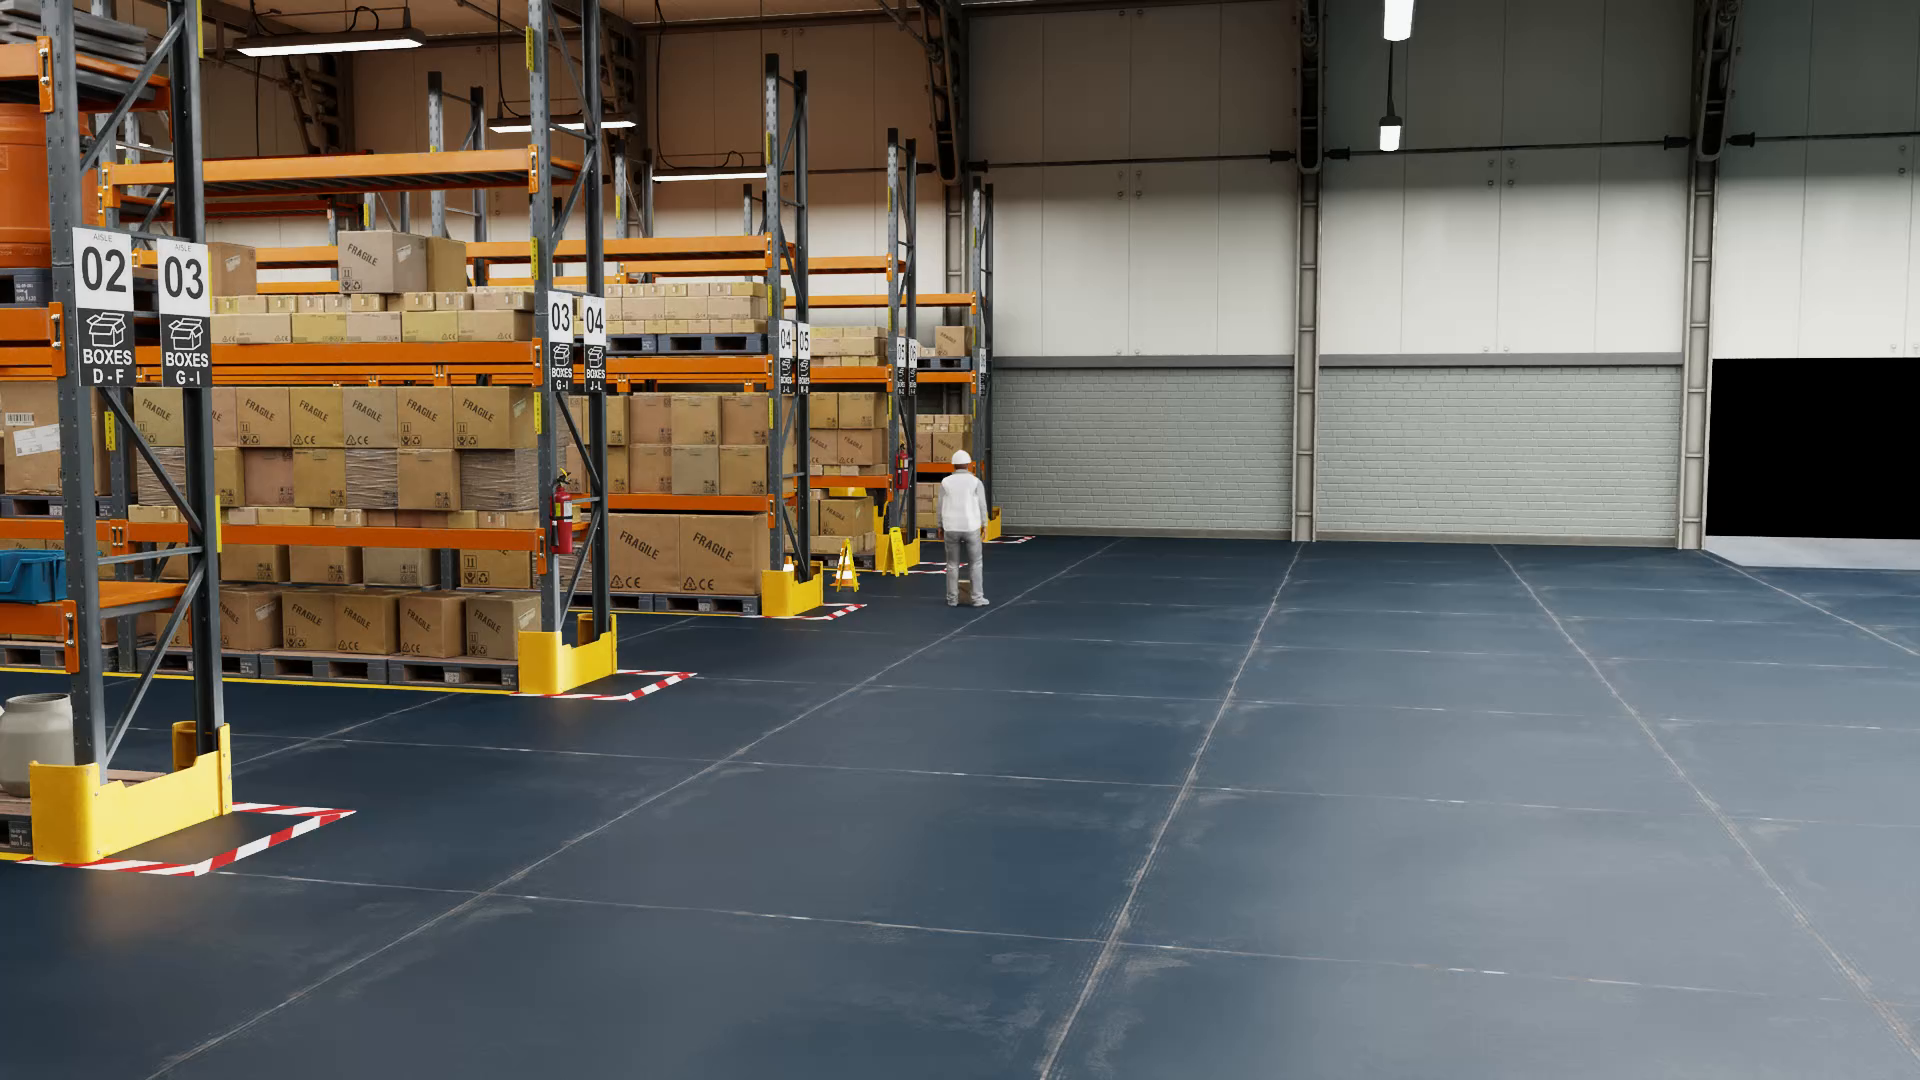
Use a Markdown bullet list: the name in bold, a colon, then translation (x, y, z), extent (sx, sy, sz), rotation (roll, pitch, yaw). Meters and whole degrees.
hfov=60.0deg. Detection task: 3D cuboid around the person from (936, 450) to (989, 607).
- **person**: translation (0.027, -0.135, 18.972), extent (0.593, 1.771, 0.464), rotation (1, 5, 10)
